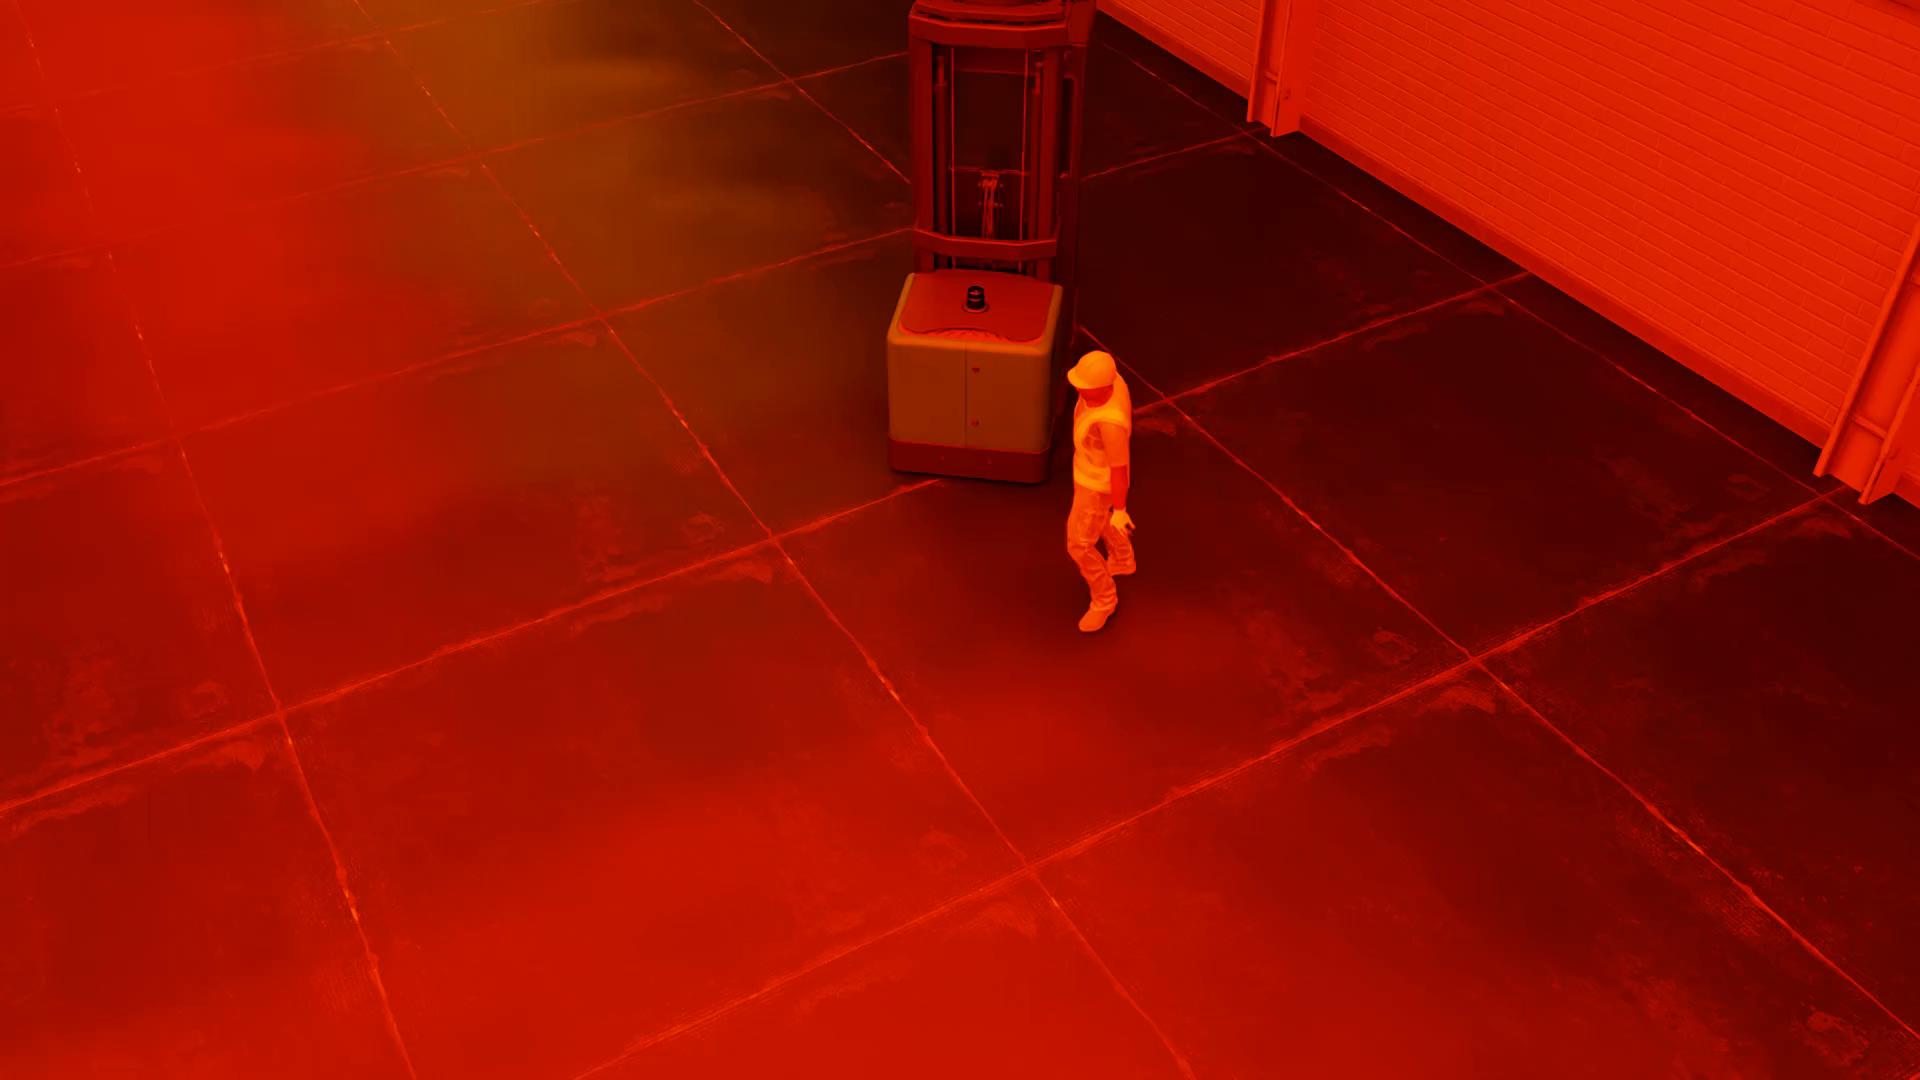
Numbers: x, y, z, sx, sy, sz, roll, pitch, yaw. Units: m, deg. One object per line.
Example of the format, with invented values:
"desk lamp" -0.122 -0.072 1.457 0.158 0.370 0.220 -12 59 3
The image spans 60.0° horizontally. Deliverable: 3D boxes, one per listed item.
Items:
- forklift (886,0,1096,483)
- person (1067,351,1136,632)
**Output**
"forklift" 0.267 -2.433 10.969 1.130 2.935 3.031 6 40 7
"person" 0.823 -0.383 9.475 0.473 1.749 0.905 2 40 3
